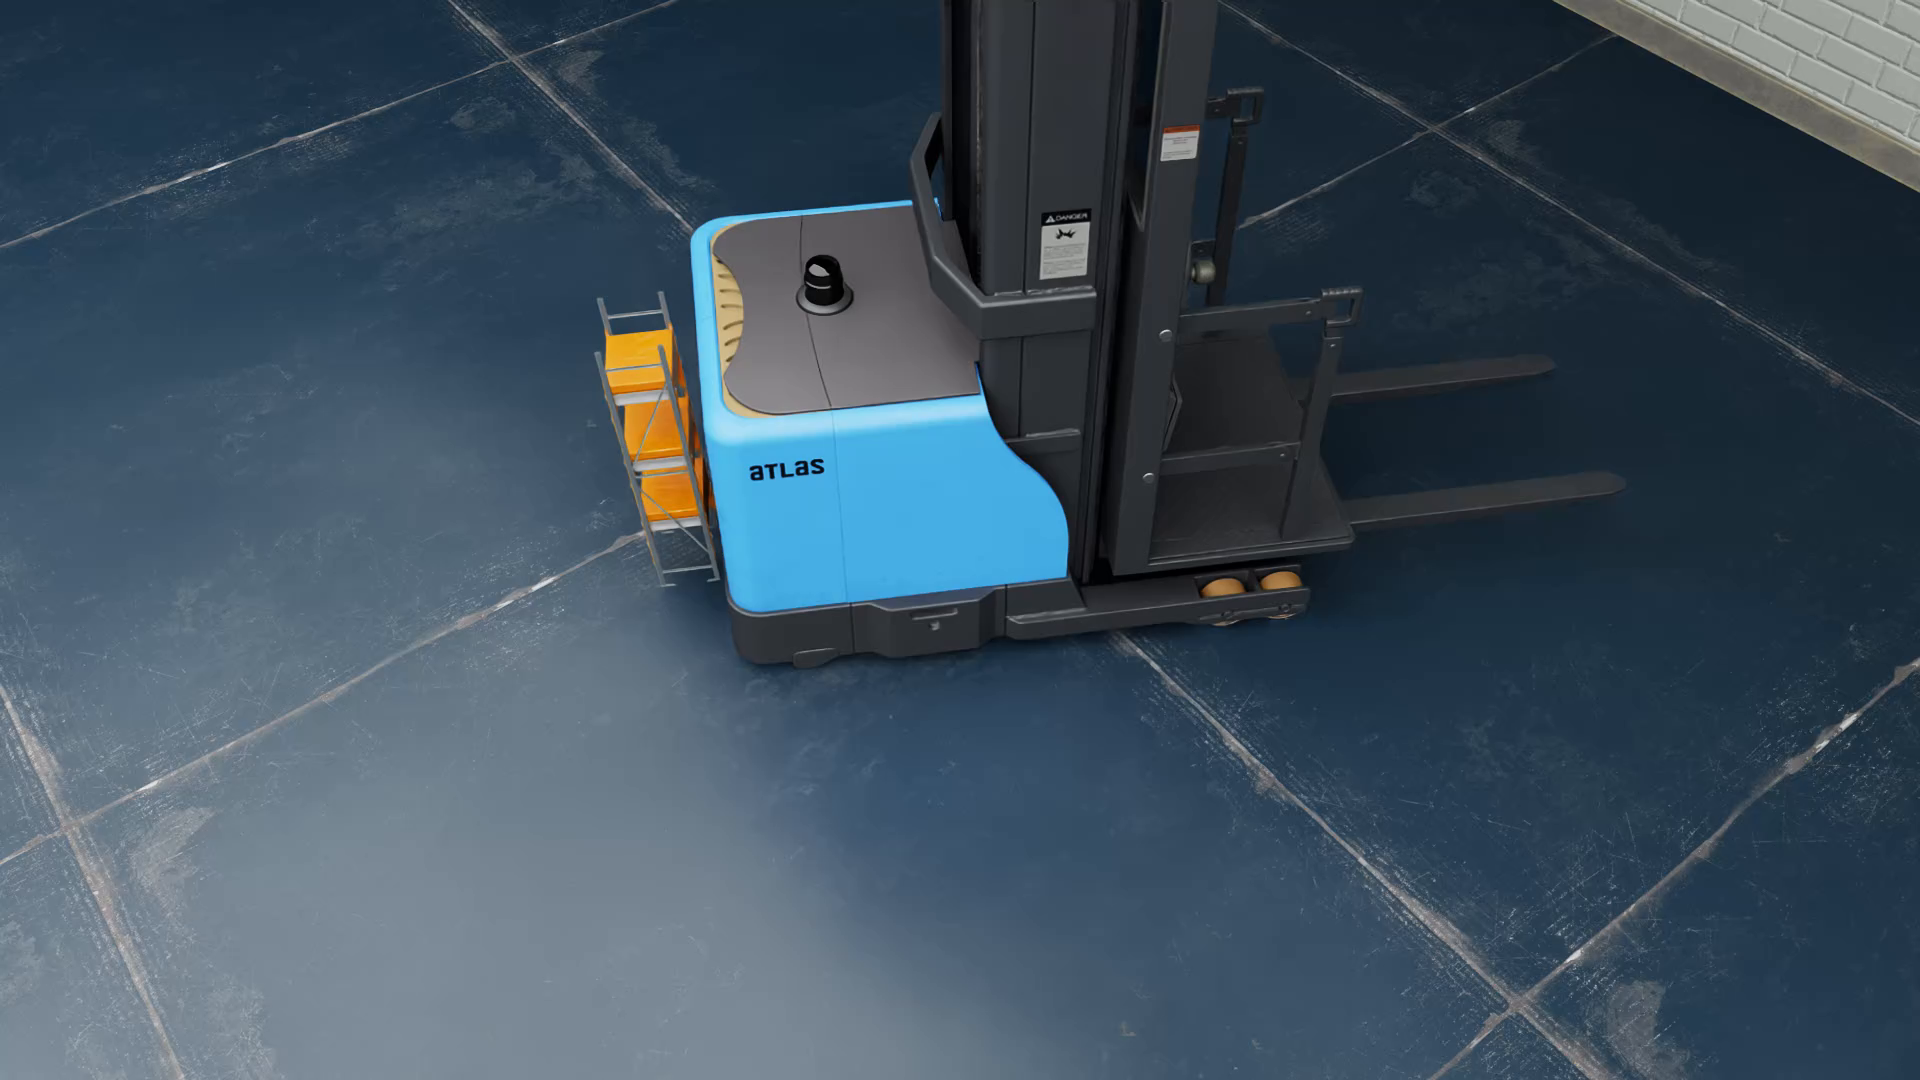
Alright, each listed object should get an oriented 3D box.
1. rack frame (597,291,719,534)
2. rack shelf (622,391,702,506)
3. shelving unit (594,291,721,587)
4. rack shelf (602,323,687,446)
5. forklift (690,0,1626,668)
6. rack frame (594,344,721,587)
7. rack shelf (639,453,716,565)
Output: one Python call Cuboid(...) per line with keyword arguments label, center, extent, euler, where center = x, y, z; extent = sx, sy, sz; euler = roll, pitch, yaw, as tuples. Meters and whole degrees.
Cuboid(label="rack frame", center=(-0.963, -0.384, 5.382), extent=(0.200, 1.050, 0.008), euler=(-7, 48, -2))
Cuboid(label="rack shelf", center=(-0.948, -0.287, 5.309), extent=(0.215, 0.259, 0.240), euler=(-7, 48, -2))
Cuboid(label="shelving unit", center=(-0.949, -0.294, 5.301), extent=(0.215, 1.050, 0.252), euler=(-7, 48, -2))
Cuboid(label="rack shelf", center=(-0.963, -0.476, 5.097), extent=(0.215, 0.259, 0.240), euler=(-7, 48, -2))
Cuboid(label="forklift", center=(0.704, -1.085, 4.755), extent=(3.031, 2.935, 1.130), euler=(-7, 48, -6))
Cuboid(label="rack frame", center=(-0.935, -0.205, 5.219), extent=(0.200, 1.050, 0.008), euler=(-7, 48, -2))
Cuboid(label="rack shelf", center=(-0.934, -0.102, 5.515), extent=(0.215, 0.259, 0.240), euler=(-7, 48, -2))
